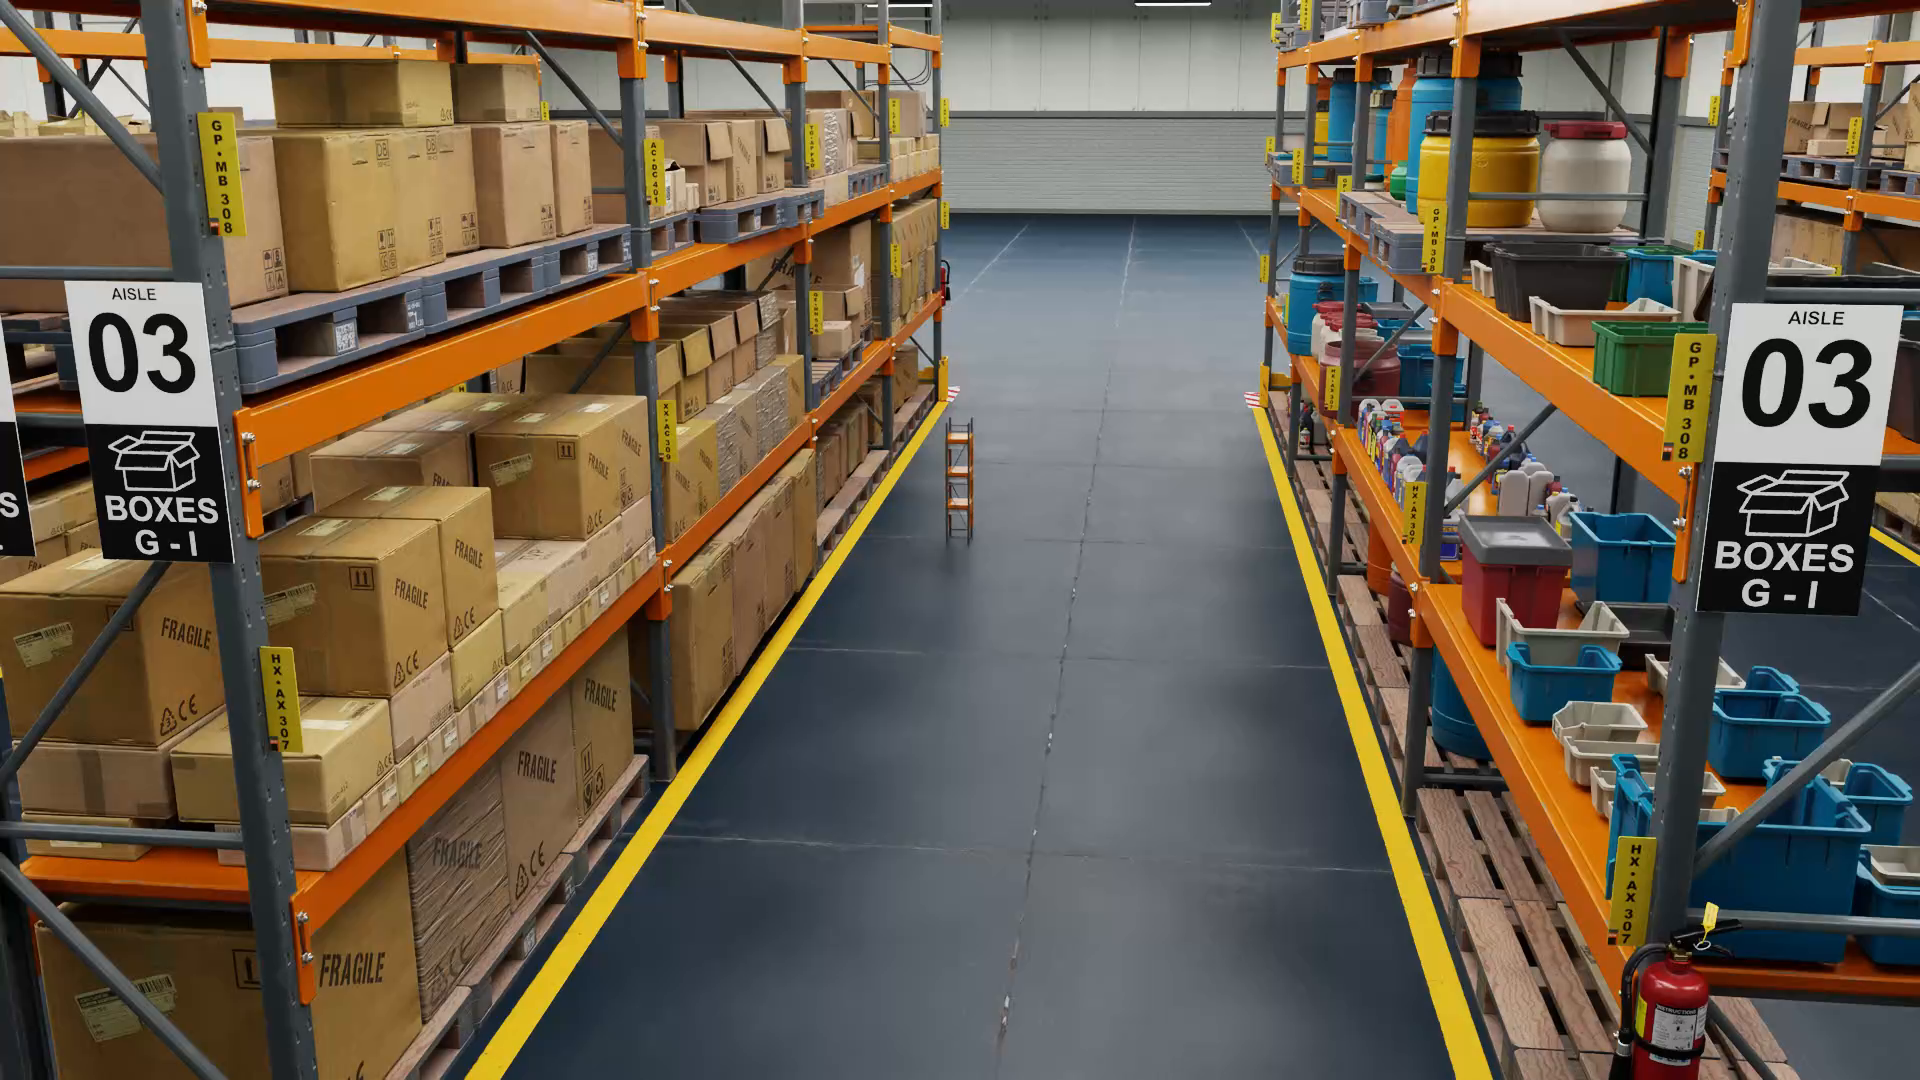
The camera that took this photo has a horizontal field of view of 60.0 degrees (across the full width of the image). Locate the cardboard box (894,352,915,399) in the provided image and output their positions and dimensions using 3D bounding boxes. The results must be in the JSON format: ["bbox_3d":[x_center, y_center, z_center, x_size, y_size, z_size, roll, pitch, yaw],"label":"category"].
[{"bbox_3d":[-0.852,-1.921,19.504,0.500,0.500,0.500,6,16,21],"label":"cardboard box"}]

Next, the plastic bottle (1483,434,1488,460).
[{"bbox_3d":[3.575,-0.643,11.175,0.097,0.201,0.097,0,15,0],"label":"plastic bottle"}]

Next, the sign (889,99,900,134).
[{"bbox_3d":[-0.631,-4.077,16.003,0.100,0.325,0.005,2,15,6],"label":"sign"}]

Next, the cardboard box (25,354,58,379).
[{"bbox_3d":[-6.330,-1.165,11.261,0.380,0.149,0.250,2,15,8],"label":"cardboard box"}]

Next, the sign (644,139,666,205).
[{"bbox_3d":[-1.534,-1.850,8.368,0.100,0.325,0.005,2,15,6],"label":"sign"}]

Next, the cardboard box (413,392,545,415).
[{"bbox_3d":[-2.394,-0.447,8.348,0.500,0.500,0.500,2,15,6],"label":"cardboard box"}]

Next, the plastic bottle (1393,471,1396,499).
[{"bbox_3d":[2.684,-0.352,10.096,0.097,0.201,0.097,0,15,0],"label":"plastic bottle"}]

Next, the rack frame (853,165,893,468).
[{"bbox_3d":[-1.183,-2.205,16.570,1.000,3.000,0.127,2,15,6],"label":"rack frame"}]

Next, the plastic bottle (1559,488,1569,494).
[{"bbox_3d":[3.348,-0.155,9.236,0.097,0.271,0.097,0,15,0],"label":"plastic bottle"}]

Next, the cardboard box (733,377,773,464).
[{"bbox_3d":[-1.562,-0.817,11.244,0.500,0.500,0.500,1,15,4],"label":"cardboard box"}]

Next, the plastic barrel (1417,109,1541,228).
[{"bbox_3d":[2.737,-1.969,8.784,0.600,0.588,0.600,0,15,0],"label":"plastic barrel"}]

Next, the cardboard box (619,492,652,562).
[{"bbox_3d":[-1.875,-0.079,8.425,0.500,0.250,0.500,1,15,5],"label":"cardboard box"}]

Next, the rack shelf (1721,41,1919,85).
[{"bbox_3d":[8.885,-4.787,16.769,1.077,0.370,4.000,2,15,6],"label":"rack shelf"}]

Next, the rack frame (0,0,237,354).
[{"bbox_3d":[-2.537,-1.989,4.277,1.000,3.000,0.127,2,15,6],"label":"rack frame"}]

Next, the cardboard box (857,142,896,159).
[{"bbox_3d":[-0.840,-3.848,16.424,0.380,0.149,0.250,1,15,5],"label":"cardboard box"}]

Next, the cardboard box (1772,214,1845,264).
[{"bbox_3d":[8.873,-3.093,17.176,0.700,0.500,0.500,2,15,6],"label":"cardboard box"}]

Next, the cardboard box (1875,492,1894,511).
[{"bbox_3d":[8.253,-0.423,14.444,0.500,0.250,0.500,1,15,5],"label":"cardboard box"}]

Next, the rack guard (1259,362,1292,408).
[{"bbox_3d":[4.228,-1.869,20.116,1.175,0.500,0.348,2,15,6],"label":"rack guard"}]

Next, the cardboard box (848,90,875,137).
[{"bbox_3d":[-1.168,-4.747,18.504,0.500,0.500,0.500,2,15,6],"label":"cardboard box"}]

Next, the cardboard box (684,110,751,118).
[{"bbox_3d":[-1.829,-3.036,12.749,0.500,0.500,0.500,2,15,8],"label":"cardboard box"}]

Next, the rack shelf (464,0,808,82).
[{"bbox_3d":[-1.860,-3.005,10.178,1.077,0.370,4.000,2,15,6],"label":"rack shelf"}]

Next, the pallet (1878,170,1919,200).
[{"bbox_3d":[8.573,-3.039,14.274,0.805,0.209,1.217,1,15,4],"label":"pallet"}]

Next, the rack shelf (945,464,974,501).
[{"bbox_3d":[-0.006,-0.483,13.976,0.215,0.259,0.240,2,15,6],"label":"rack shelf"}]

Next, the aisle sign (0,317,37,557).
[{"bbox_3d":[-2.843,-0.338,4.684,0.394,0.787,0.004,2,15,6],"label":"aisle sign"}]

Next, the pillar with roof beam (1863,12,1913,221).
[{"bbox_3d":[11.890,-8.733,29.218,9.100,9.000,0.400,2,15,6],"label":"pillar with roof beam"}]

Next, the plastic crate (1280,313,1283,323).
[{"bbox_3d":[3.670,-2.360,17.650,0.530,0.136,0.437,2,15,6],"label":"plastic crate"}]

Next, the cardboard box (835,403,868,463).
[{"bbox_3d":[-1.274,-1.052,16.252,0.700,0.500,0.500,1,15,2],"label":"cardboard box"}]

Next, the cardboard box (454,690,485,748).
[{"bbox_3d":[-2.055,0.680,6.383,0.380,0.149,0.250,1,15,5],"label":"cardboard box"}]

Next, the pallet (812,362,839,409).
[{"bbox_3d":[-1.660,-1.263,13.454,1.213,0.211,1.003,2,15,6],"label":"pallet"}]

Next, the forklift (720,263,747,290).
[{"bbox_3d":[-2.721,-2.238,16.824,1.130,2.935,3.031,0,15,1],"label":"forklift"}]

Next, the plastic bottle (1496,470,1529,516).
[{"bbox_3d":[3.220,-0.278,9.681,0.152,0.276,0.135,2,15,6],"label":"plastic bottle"}]

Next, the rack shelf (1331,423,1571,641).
[{"bbox_3d":[3.061,-0.156,10.370,1.077,0.370,4.000,2,15,6],"label":"rack shelf"}]

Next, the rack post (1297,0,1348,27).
[{"bbox_3d":[4.002,-5.453,17.232,0.937,0.300,0.954,1,15,5],"label":"rack post"}]

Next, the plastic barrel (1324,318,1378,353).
[{"bbox_3d":[3.281,-1.581,14.000,0.433,0.535,0.433,0,15,0],"label":"plastic barrel"}]

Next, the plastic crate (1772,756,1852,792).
[{"bbox_3d":[2.934,0.840,5.698,0.250,0.136,0.298,2,15,6],"label":"plastic crate"}]

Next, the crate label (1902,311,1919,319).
[{"bbox_3d":[2.809,-0.553,4.998,0.408,0.251,0.502,2,15,6],"label":"crate label"}]

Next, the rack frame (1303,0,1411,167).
[{"bbox_3d":[3.738,-4.955,15.248,1.000,3.000,0.127,2,15,6],"label":"rack frame"}]

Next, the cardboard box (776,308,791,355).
[{"bbox_3d":[-1.613,-1.560,13.188,0.500,0.500,0.500,0,15,-1],"label":"cardboard box"}]

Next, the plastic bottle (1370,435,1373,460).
[{"bbox_3d":[2.809,-0.639,11.160,0.097,0.201,0.097,0,15,0],"label":"plastic bottle"}]

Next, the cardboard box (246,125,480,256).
[{"bbox_3d":[-2.380,-1.402,6.666,0.700,0.500,0.500,2,15,9],"label":"cardboard box"}]

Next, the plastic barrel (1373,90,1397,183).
[{"bbox_3d":[3.749,-3.272,13.808,0.600,0.901,0.708,2,15,6],"label":"plastic barrel"}]

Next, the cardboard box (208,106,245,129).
[{"bbox_3d":[-6.634,-3.546,14.596,0.500,0.500,0.500,2,15,6],"label":"cardboard box"}]

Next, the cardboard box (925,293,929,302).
[{"bbox_3d":[-0.565,-2.910,19.659,0.380,0.149,0.250,2,15,6],"label":"cardboard box"}]

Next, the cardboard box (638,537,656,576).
[{"bbox_3d":[-1.795,0.080,8.602,0.380,0.149,0.250,2,15,7],"label":"cardboard box"}]

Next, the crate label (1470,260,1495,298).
[{"bbox_3d":[2.493,-1.187,7.562,0.293,0.136,0.466,2,15,6],"label":"crate label"}]

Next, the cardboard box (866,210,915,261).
[{"bbox_3d":[-0.768,-3.248,17.751,0.500,0.500,0.500,2,15,6],"label":"cardboard box"}]

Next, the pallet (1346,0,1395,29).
[{"bbox_3d":[3.175,-3.447,10.799,1.213,0.211,1.003,2,15,6],"label":"pallet"}]

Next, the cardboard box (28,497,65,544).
[{"bbox_3d":[-6.537,-0.115,11.387,0.500,0.250,0.500,2,15,8],"label":"cardboard box"}]

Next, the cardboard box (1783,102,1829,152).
[{"bbox_3d":[8.652,-4.294,17.283,0.500,0.500,0.500,2,15,6],"label":"cardboard box"}]

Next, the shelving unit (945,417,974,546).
[{"bbox_3d":[-0.006,-0.493,13.974,0.215,1.050,0.252,2,15,6],"label":"shelving unit"}]

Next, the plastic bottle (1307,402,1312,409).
[{"bbox_3d":[3.711,-1.308,17.615,0.061,0.283,0.133,2,15,6],"label":"plastic bottle"}]

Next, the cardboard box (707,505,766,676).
[{"bbox_3d":[-1.934,0.294,10.593,1.225,0.875,0.875,1,15,4],"label":"cardboard box"}]

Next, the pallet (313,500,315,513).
[{"bbox_3d":[-6.247,-0.512,15.650,1.003,0.211,1.213,2,15,6],"label":"pallet"}]

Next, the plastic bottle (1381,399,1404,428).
[{"bbox_3d":[3.068,-0.855,11.814,0.152,0.276,0.135,2,15,6],"label":"plastic bottle"}]

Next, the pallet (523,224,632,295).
[{"bbox_3d":[-2.189,-1.323,7.733,1.003,0.211,1.213,2,15,6],"label":"pallet"}]
